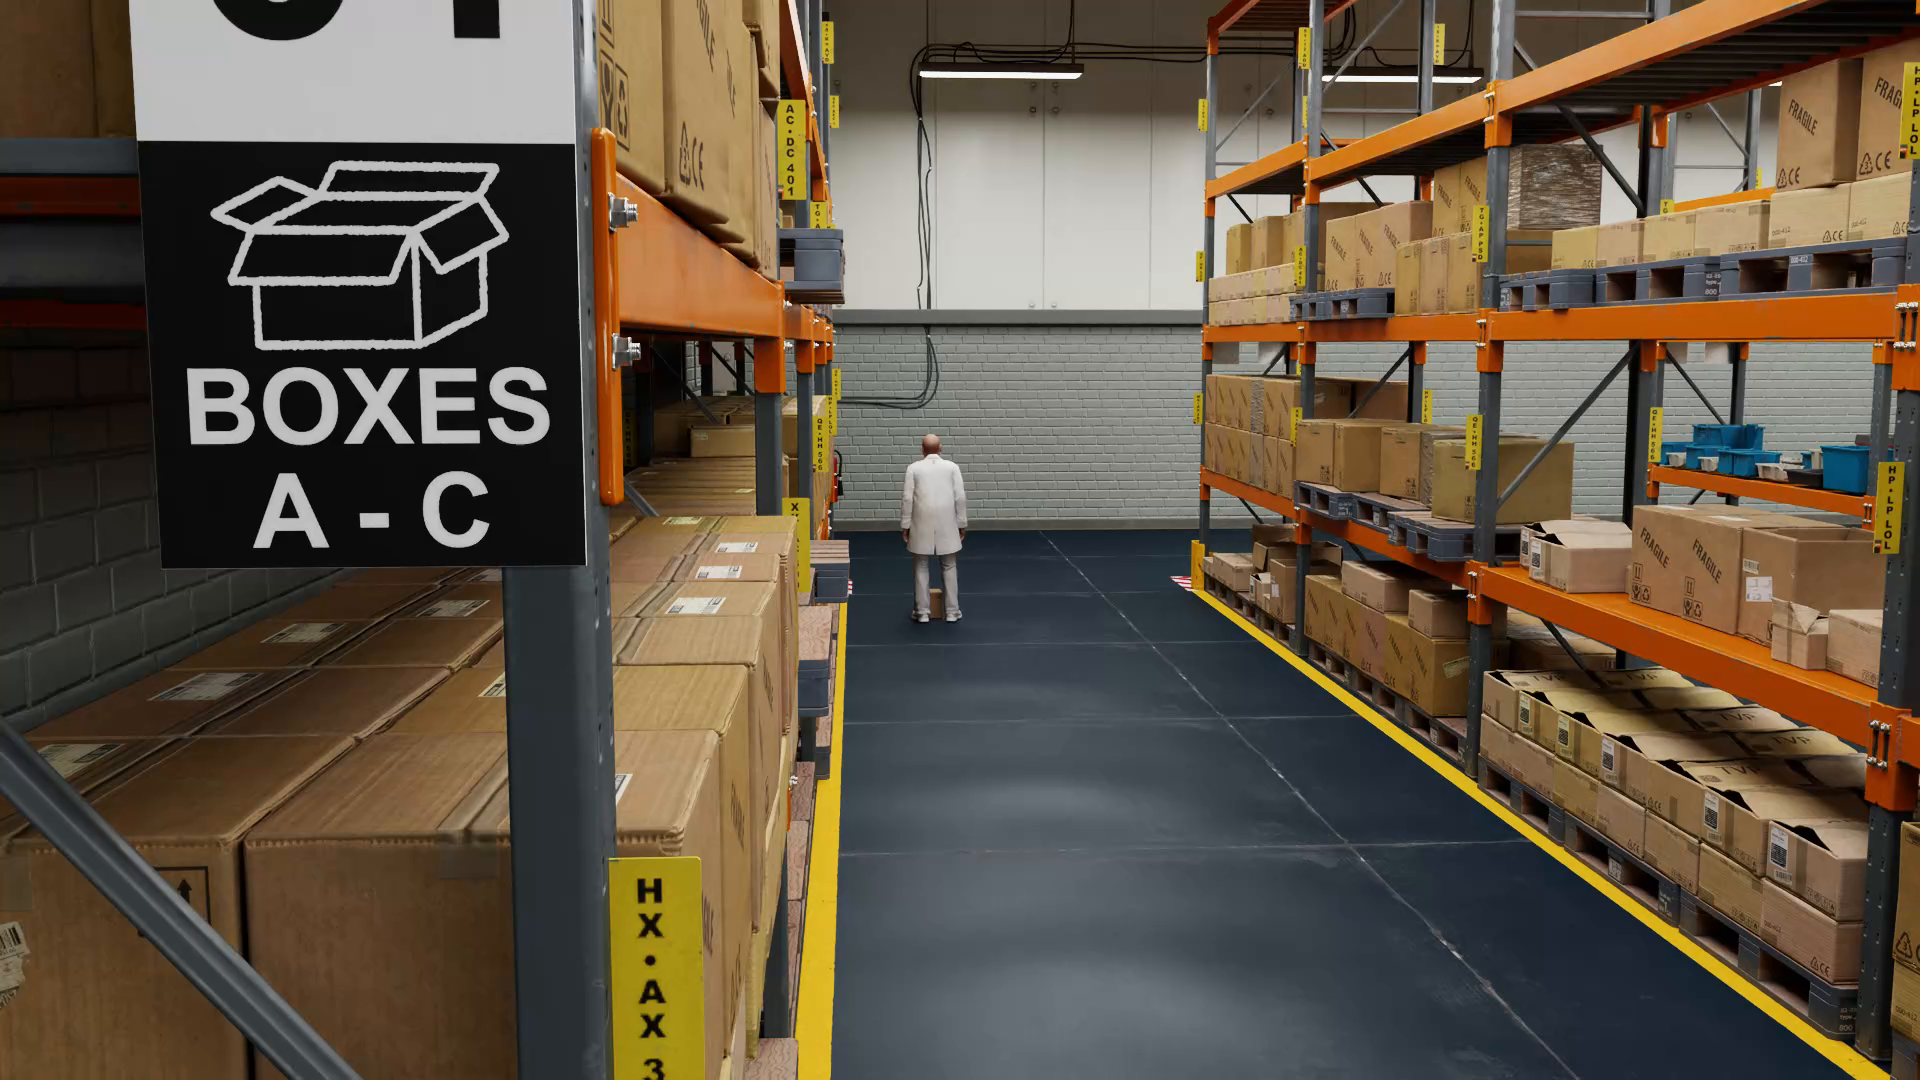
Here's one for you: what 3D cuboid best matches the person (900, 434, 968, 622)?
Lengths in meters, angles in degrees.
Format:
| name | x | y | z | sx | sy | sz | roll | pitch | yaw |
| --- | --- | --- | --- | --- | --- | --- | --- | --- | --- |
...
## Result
| name | x | y | z | sx | sy | sz | roll | pitch | yaw |
| --- | --- | --- | --- | --- | --- | --- | --- | --- | --- |
| person | -0.247 | -0.114 | 15.773 | 0.640 | 1.773 | 0.429 | -1 | 7 | -5 |
